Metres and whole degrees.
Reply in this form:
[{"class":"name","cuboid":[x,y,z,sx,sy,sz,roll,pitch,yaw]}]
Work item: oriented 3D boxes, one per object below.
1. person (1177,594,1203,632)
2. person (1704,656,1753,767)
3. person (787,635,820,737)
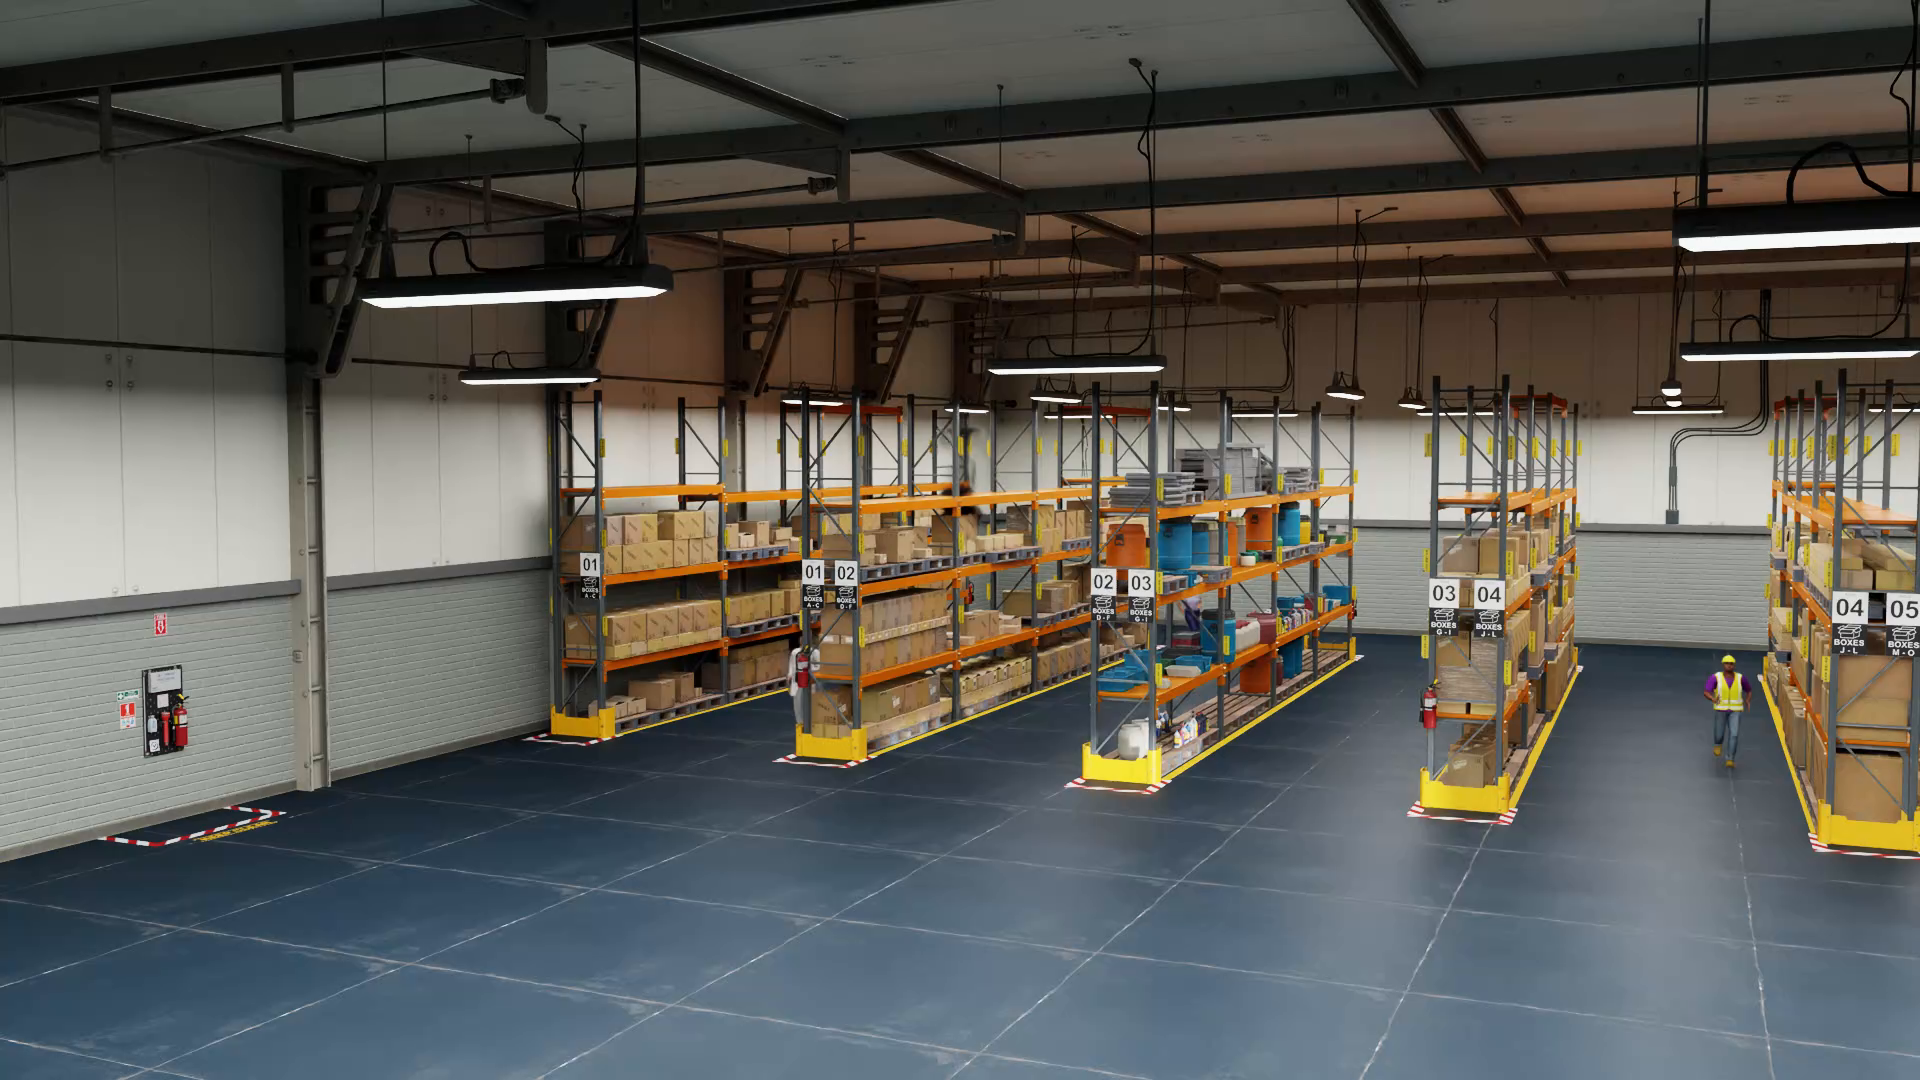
[{"class":"person","cuboid":[5.752,1.896,41.327,0.622,1.658,0.908,-1,3,-18]},{"class":"person","cuboid":[12.133,2.688,26.260,0.714,1.733,0.791,1,3,19]},{"class":"person","cuboid":[-2.701,2.615,28.994,0.711,1.554,0.884,1,3,18]}]
